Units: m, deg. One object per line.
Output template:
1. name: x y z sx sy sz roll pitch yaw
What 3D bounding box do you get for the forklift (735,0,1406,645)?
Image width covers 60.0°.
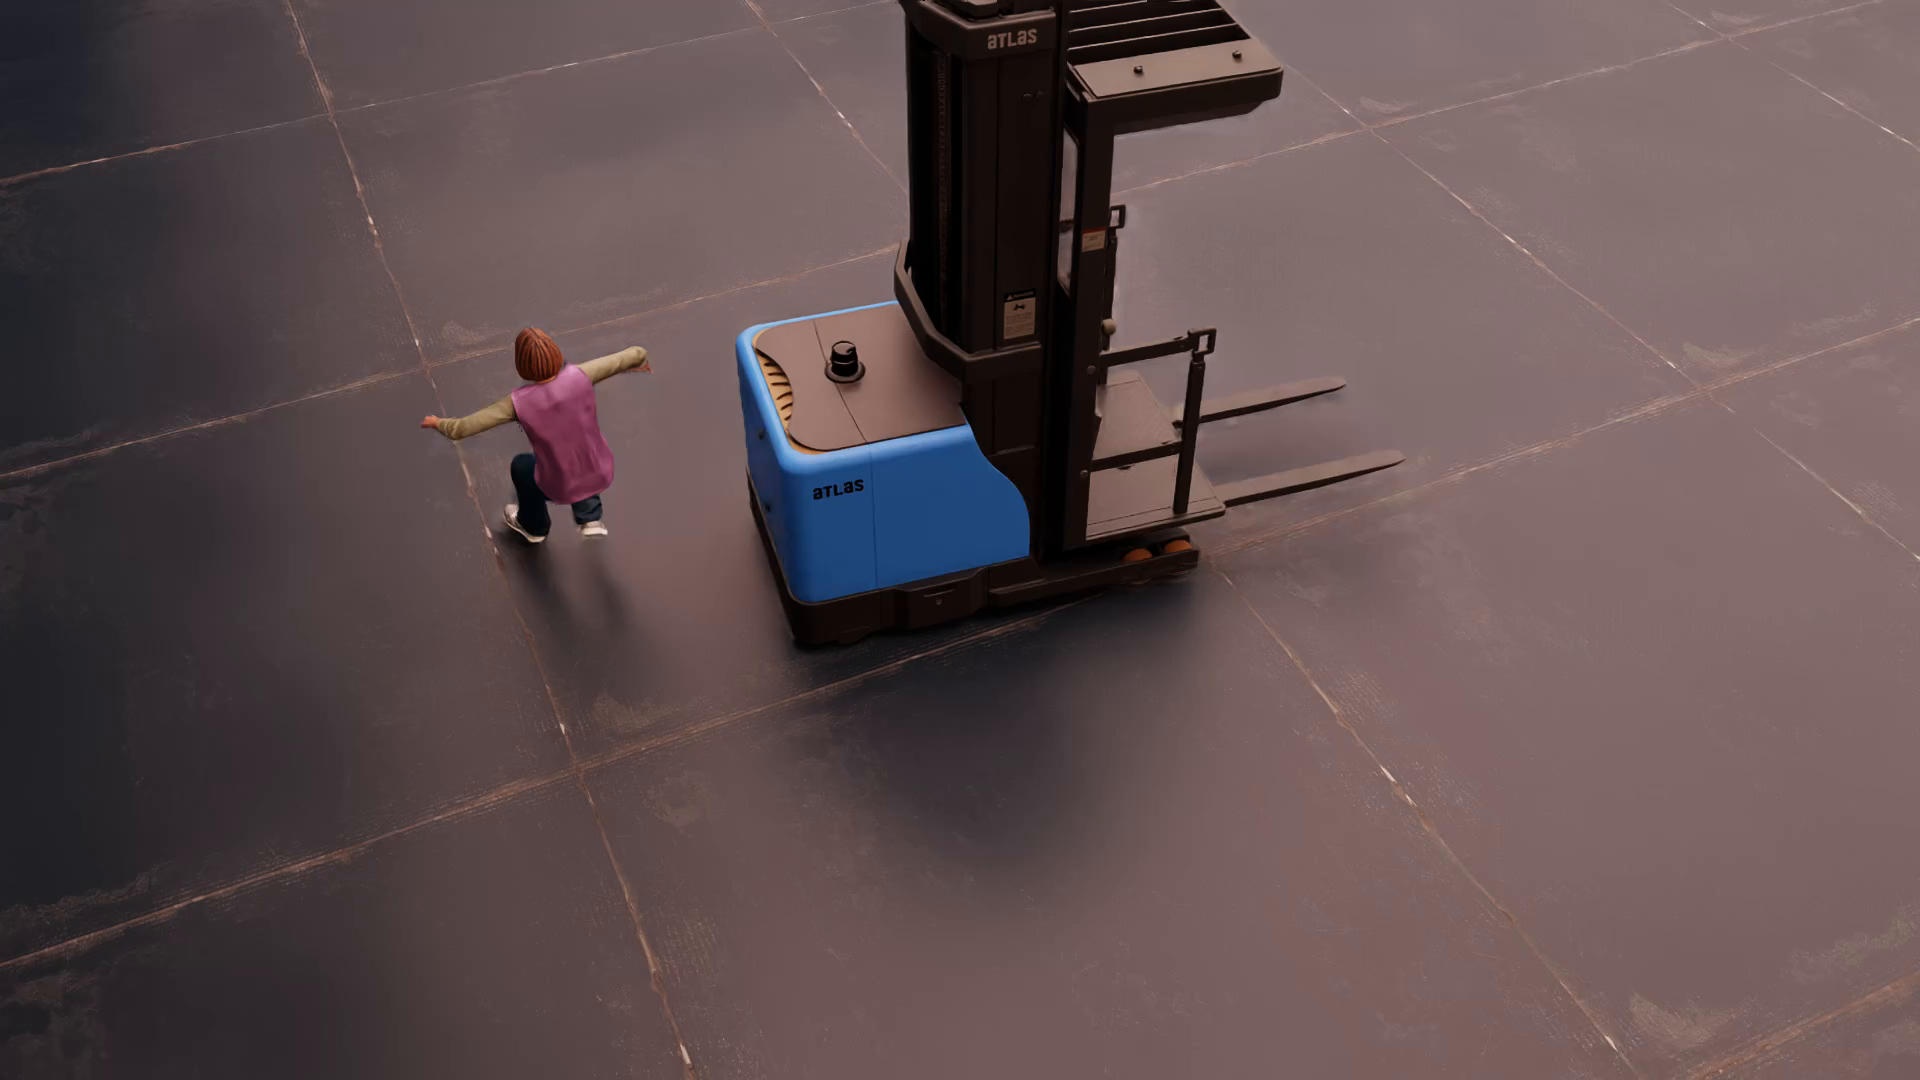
1. forklift: 0.581 -1.201 6.967 3.031 2.935 1.130 -12 44 -13

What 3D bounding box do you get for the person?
1. person: -1.809 -0.465 7.297 0.998 1.393 0.757 -22 47 -22
